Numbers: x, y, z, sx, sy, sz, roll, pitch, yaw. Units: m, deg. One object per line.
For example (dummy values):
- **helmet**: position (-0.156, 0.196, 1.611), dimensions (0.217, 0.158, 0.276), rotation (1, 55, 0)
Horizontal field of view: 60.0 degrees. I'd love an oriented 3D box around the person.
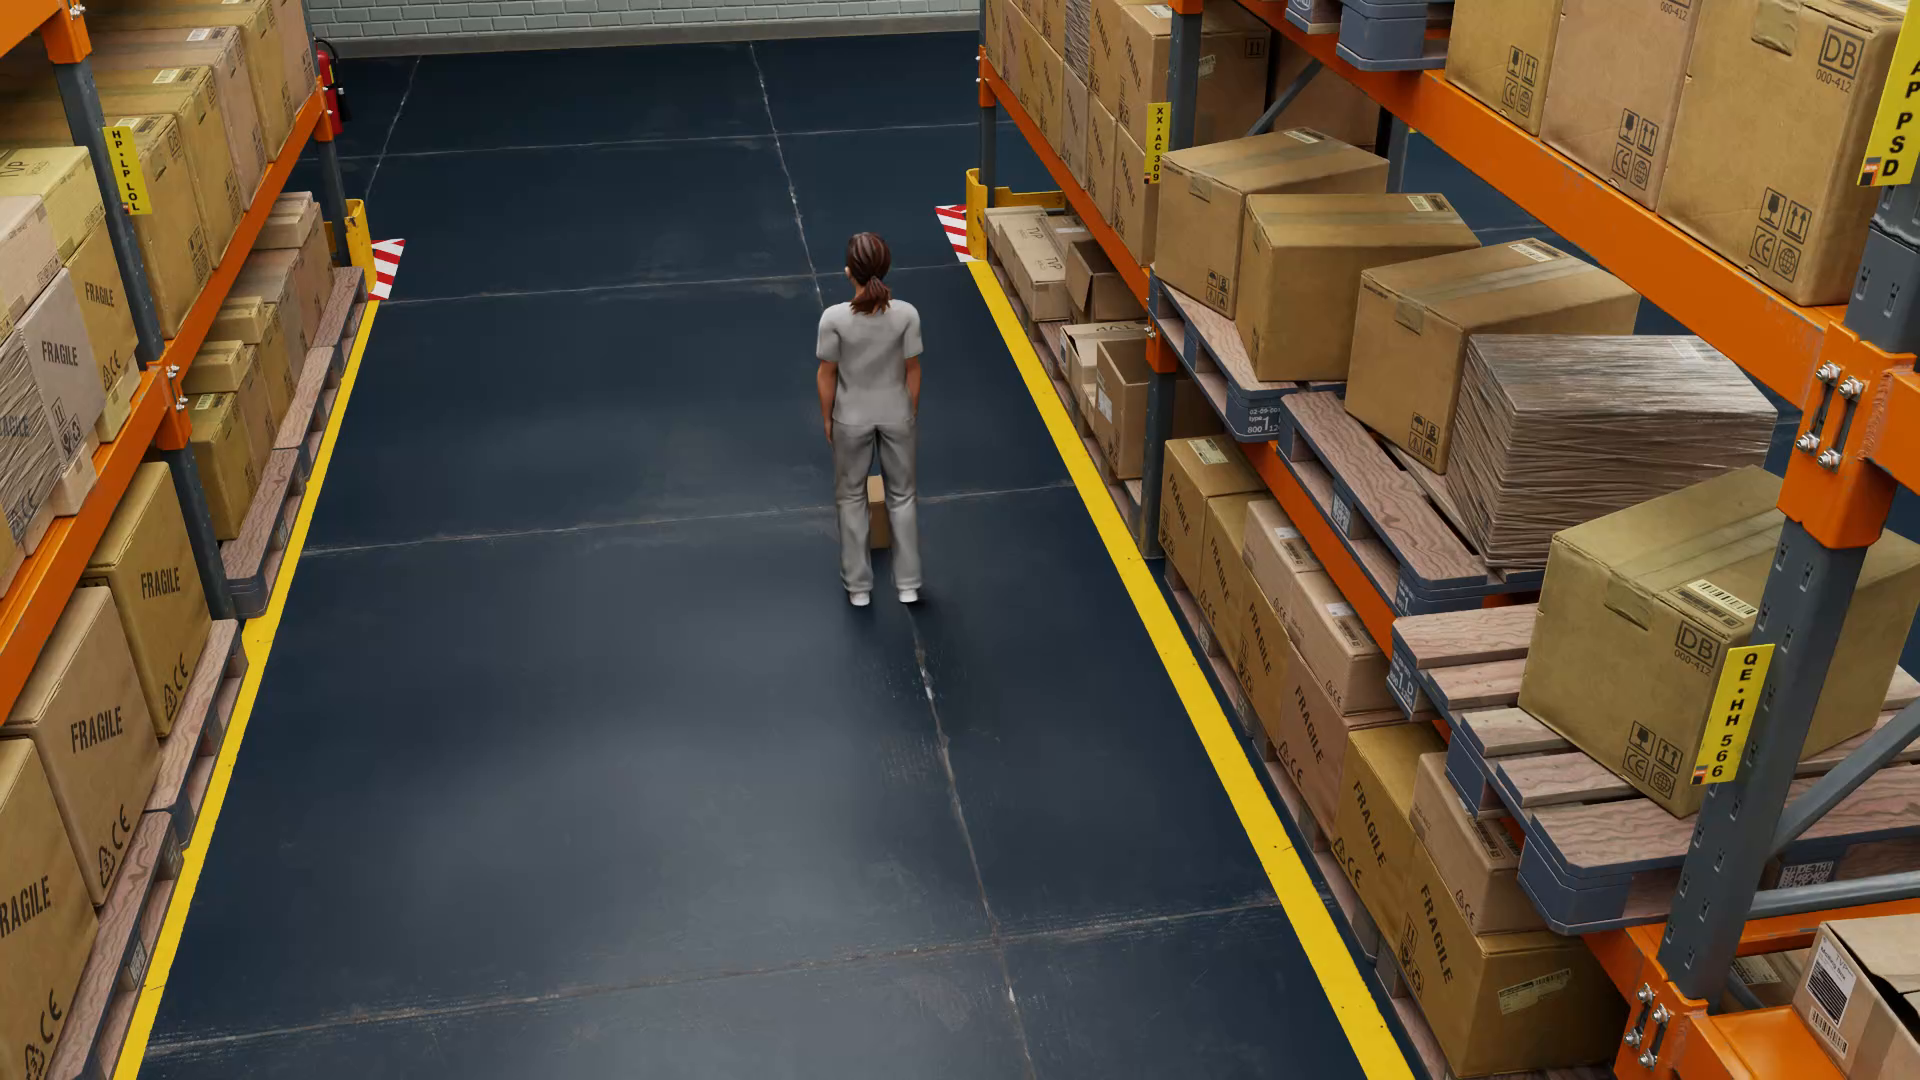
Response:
- **person**: position (-0.370, -0.482, 6.960), dimensions (0.437, 1.680, 0.361), rotation (-5, 31, -8)
